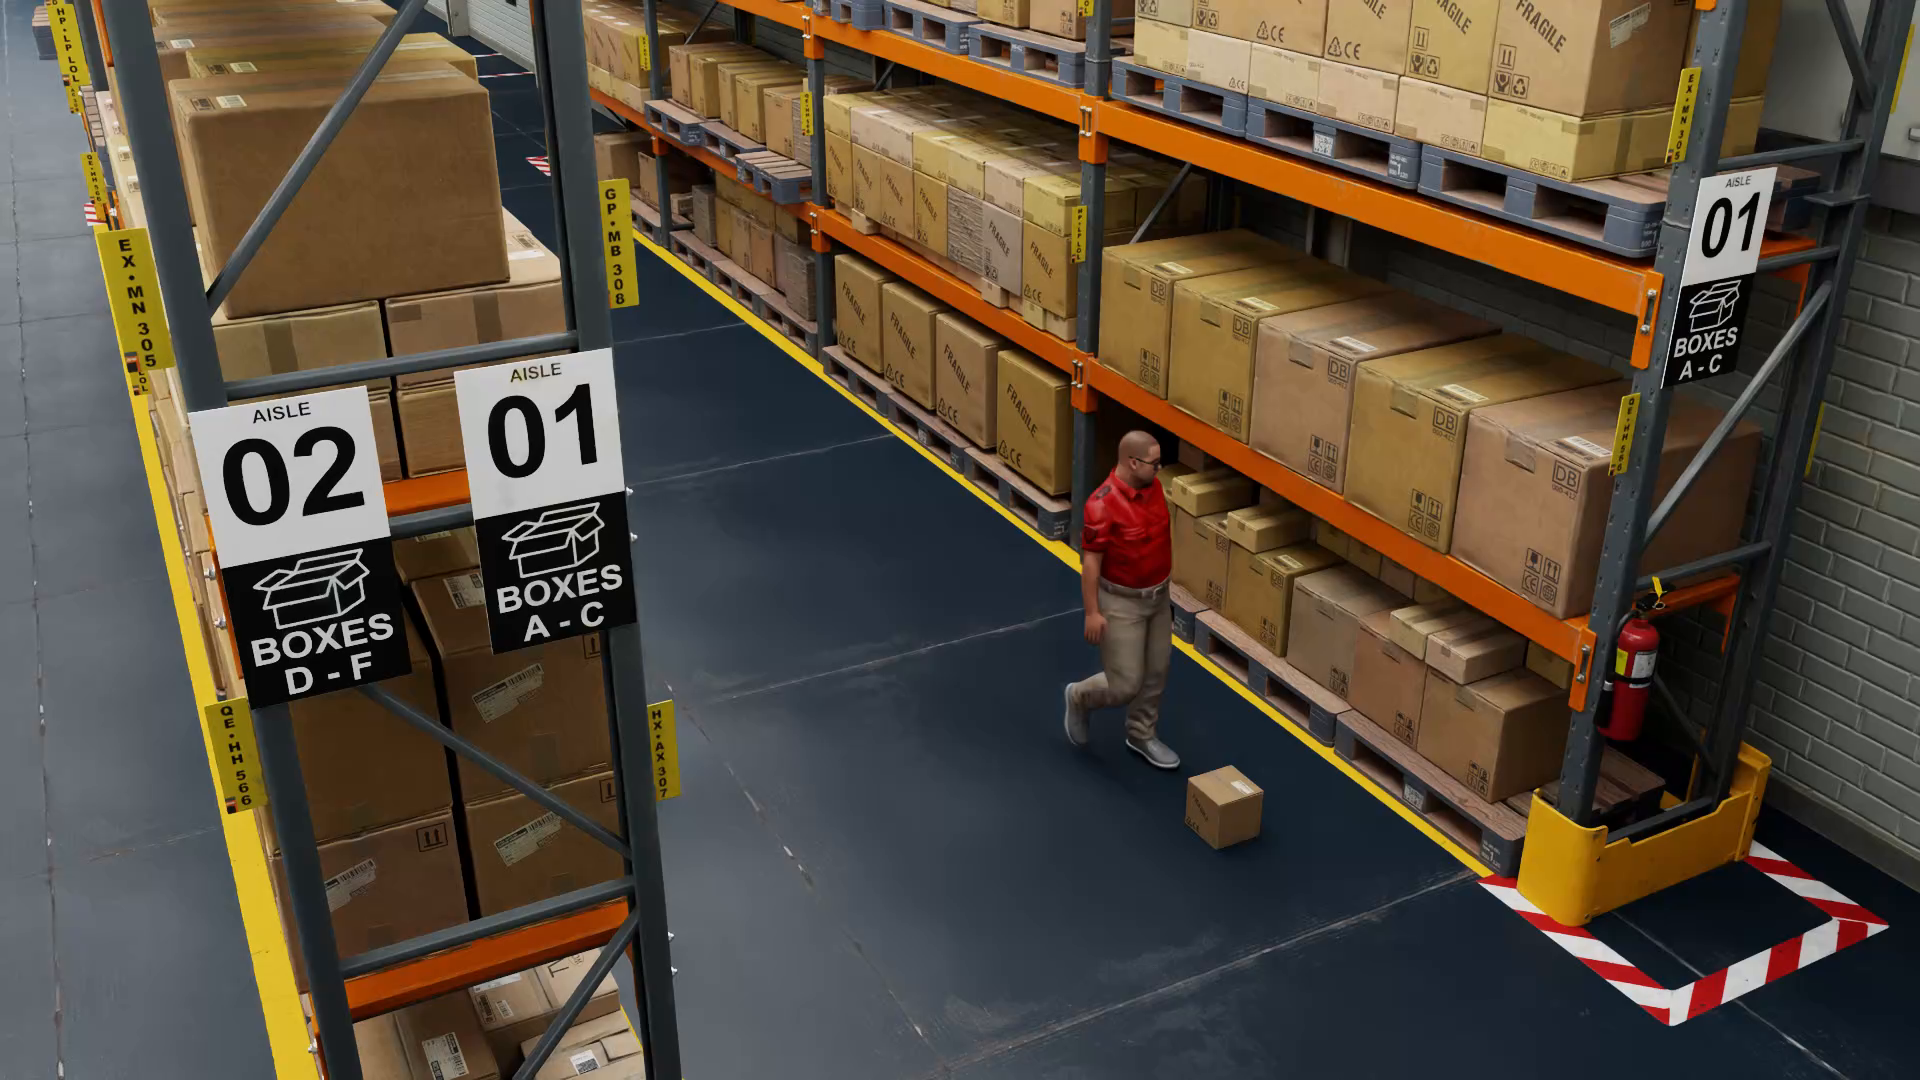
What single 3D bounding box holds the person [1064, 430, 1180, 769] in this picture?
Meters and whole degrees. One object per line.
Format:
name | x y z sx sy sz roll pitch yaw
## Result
person | 0.809 0.292 7.980 0.556 1.724 0.588 -23 34 -40
